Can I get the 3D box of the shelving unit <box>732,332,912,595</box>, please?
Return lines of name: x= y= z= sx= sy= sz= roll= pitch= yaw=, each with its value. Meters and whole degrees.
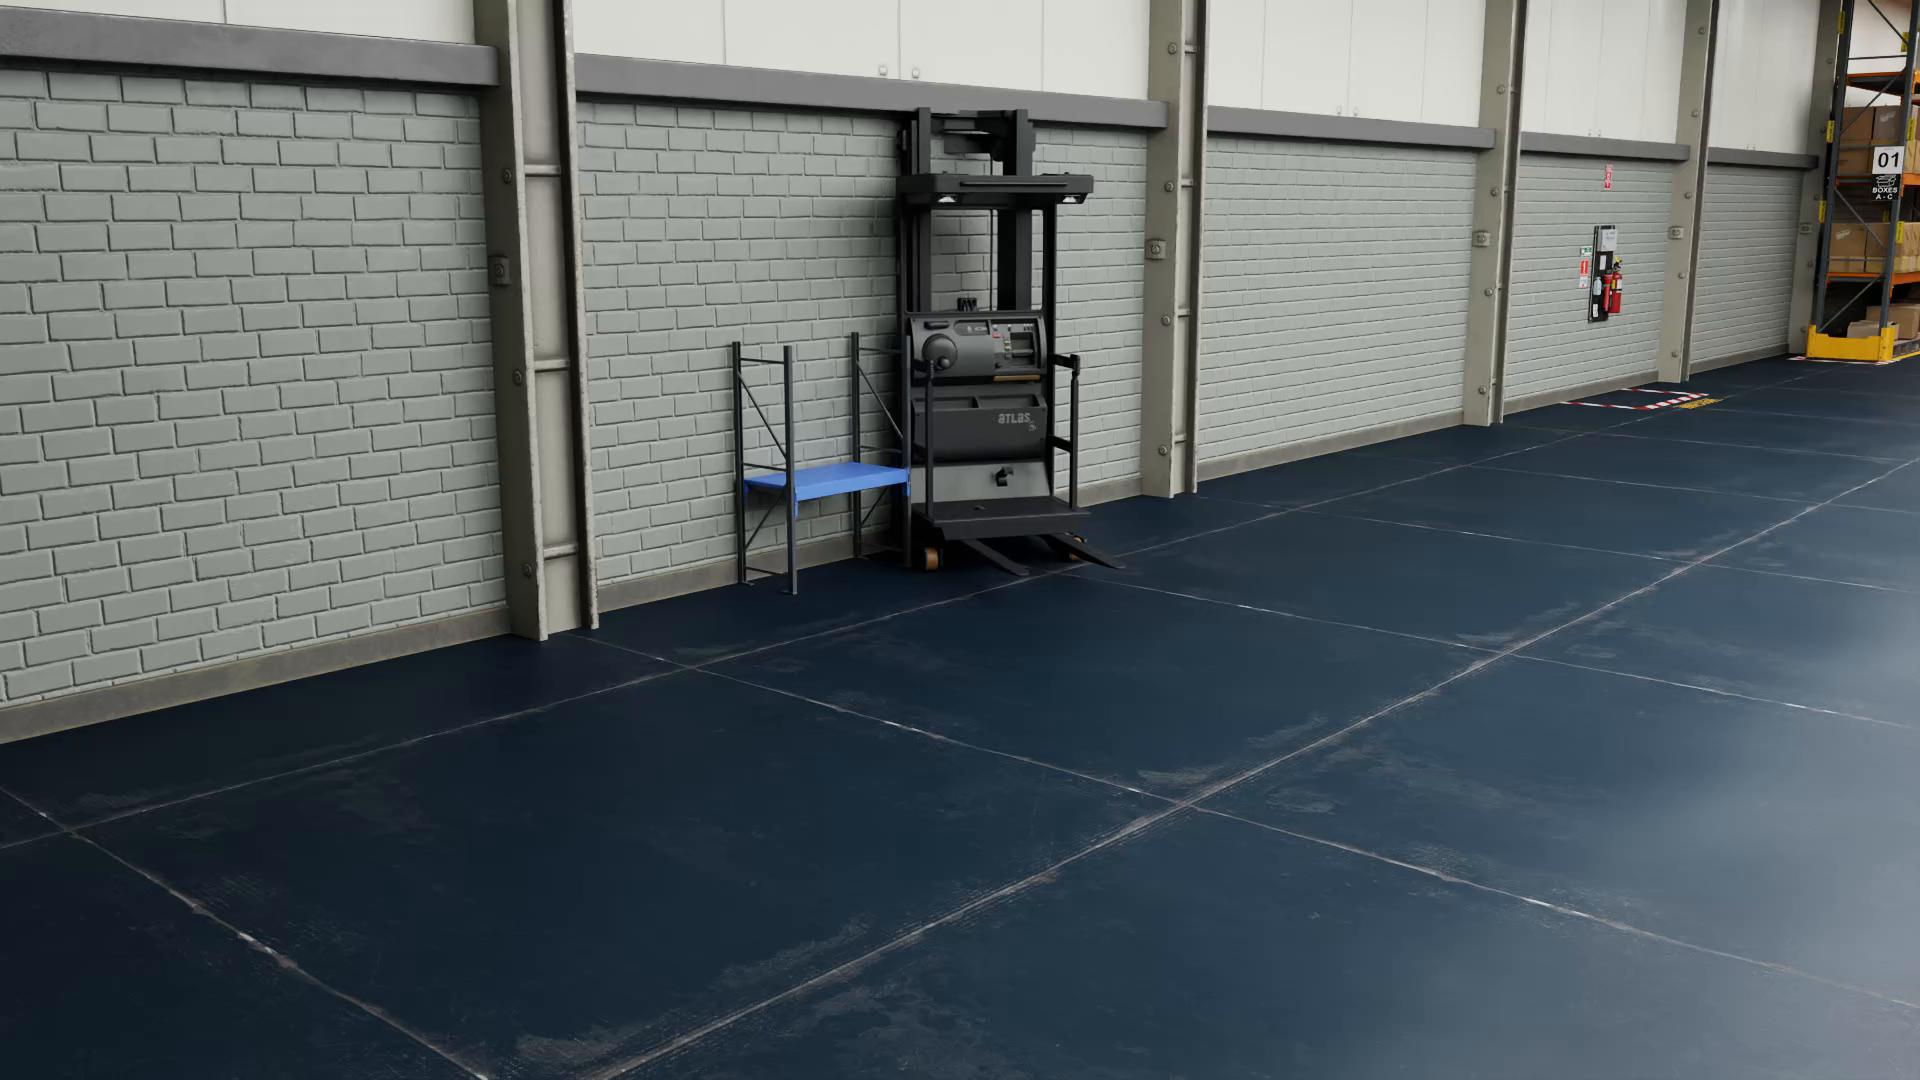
shelving unit: x=-0.848 y=-0.512 z=10.447 sx=0.538 sy=1.500 sz=1.048 roll=10 pitch=15 yaw=40

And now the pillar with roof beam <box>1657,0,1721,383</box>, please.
pillar with roof beam: x=12.861 y=-6.008 z=18.817 sx=9.100 sy=9.000 sz=0.400 roll=10 pitch=15 yaw=40

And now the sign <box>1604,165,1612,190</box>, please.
sign: x=7.887 y=-4.413 z=20.227 sx=0.001 sy=0.298 sz=0.199 roll=10 pitch=15 yaw=40

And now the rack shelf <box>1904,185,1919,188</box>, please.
rack shelf: x=17.736 y=-6.292 z=29.732 sx=1.077 sy=0.370 sz=4.000 roll=10 pitch=15 yaw=40

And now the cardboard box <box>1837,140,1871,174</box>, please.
cardboard box: x=13.861 y=-5.915 z=25.701 sx=0.500 sy=0.500 sz=0.500 roll=-11 pitch=16 yaw=-43

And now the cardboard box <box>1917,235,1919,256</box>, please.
cardboard box: x=14.996 y=-4.773 z=26.366 sx=0.500 sy=0.500 sz=0.500 roll=9 pitch=14 yaw=39

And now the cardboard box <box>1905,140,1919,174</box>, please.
cardboard box: x=14.565 y=-5.912 z=25.687 sx=0.500 sy=0.500 sz=0.500 roll=-11 pitch=16 yaw=-44

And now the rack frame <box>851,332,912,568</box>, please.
rack frame: x=-0.512 y=-0.587 z=10.821 sx=0.500 sy=1.500 sz=0.032 roll=10 pitch=15 yaw=40

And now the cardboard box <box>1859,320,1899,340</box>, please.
cardboard box: x=14.676 y=-3.362 z=26.627 sx=0.500 sy=0.311 sz=0.500 roll=-11 pitch=15 yaw=-43

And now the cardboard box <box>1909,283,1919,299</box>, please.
cardboard box: x=17.177 y=-4.413 z=29.490 sx=0.500 sy=0.250 sz=0.500 roll=9 pitch=15 yaw=39

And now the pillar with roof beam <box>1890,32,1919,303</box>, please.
pillar with roof beam: x=20.782 y=-7.774 z=27.657 sx=9.100 sy=9.000 sz=0.400 roll=10 pitch=15 yaw=40

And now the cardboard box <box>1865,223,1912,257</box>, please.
cardboard box: x=14.316 y=-4.626 z=25.632 sx=0.500 sy=0.500 sz=0.500 roll=10 pitch=15 yaw=40

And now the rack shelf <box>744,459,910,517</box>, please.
rack shelf: x=-0.848 y=-0.336 z=10.482 sx=0.538 sy=0.185 sz=1.000 roll=10 pitch=15 yaw=40

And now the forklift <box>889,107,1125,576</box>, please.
forklift: x=0.192 y=-1.320 z=10.836 sx=1.130 sy=2.935 sz=3.031 roll=-4 pitch=12 yaw=-17

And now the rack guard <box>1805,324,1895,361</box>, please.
rack guard: x=13.826 y=-3.076 z=25.837 sx=1.175 sy=0.500 sz=0.348 roll=10 pitch=15 yaw=40

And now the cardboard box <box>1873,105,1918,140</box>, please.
cardboard box: x=14.212 y=-6.336 z=25.259 sx=0.500 sy=0.500 sz=0.500 roll=8 pitch=14 yaw=36

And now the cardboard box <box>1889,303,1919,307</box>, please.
cardboard box: x=15.761 y=-3.711 z=27.894 sx=0.500 sy=0.500 sz=0.500 roll=8 pitch=14 yaw=36

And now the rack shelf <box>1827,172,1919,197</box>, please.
rack shelf: x=15.096 y=-5.703 z=26.786 sx=1.077 sy=0.370 sz=4.000 roll=10 pitch=15 yaw=40

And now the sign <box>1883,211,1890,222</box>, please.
sign: x=15.997 y=-5.518 z=28.725 sx=0.100 sy=0.325 sz=0.005 roll=10 pitch=15 yaw=40

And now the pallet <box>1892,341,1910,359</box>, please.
pallet: x=14.388 y=-3.050 z=26.440 sx=1.003 sy=0.211 sz=1.213 roll=10 pitch=15 yaw=40

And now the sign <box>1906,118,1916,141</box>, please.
sign: x=14.183 y=-6.120 z=24.805 sx=0.100 sy=0.325 sz=0.005 roll=10 pitch=15 yaw=40

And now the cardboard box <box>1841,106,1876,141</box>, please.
cardboard box: x=13.864 y=-6.408 z=25.619 sx=0.500 sy=0.500 sz=0.500 roll=11 pitch=15 yaw=43

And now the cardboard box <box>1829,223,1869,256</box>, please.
cardboard box: x=13.927 y=-4.692 z=25.960 sx=0.500 sy=0.500 sz=0.500 roll=10 pitch=15 yaw=40

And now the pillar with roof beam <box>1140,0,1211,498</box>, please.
pillar with roof beam: x=4.940 y=-4.243 z=9.978 sx=9.100 sy=9.000 sz=0.400 roll=10 pitch=15 yaw=40

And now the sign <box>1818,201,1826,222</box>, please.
sign: x=13.372 y=-5.088 z=25.765 sx=0.100 sy=0.325 sz=0.005 roll=10 pitch=15 yaw=40

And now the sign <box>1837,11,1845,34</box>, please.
sign: x=13.372 y=-7.843 z=25.215 sx=0.100 sy=0.325 sz=0.005 roll=10 pitch=15 yaw=40

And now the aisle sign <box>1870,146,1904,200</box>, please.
aisle sign: x=13.953 y=-5.516 z=25.034 sx=0.394 sy=0.787 sz=0.004 roll=10 pitch=15 yaw=40

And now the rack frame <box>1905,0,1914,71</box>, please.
rack frame: x=16.416 y=-7.821 z=27.895 sx=1.000 sy=3.000 sz=0.127 roll=10 pitch=15 yaw=40

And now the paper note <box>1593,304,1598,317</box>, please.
paper note: x=7.798 y=-2.815 z=20.396 sx=0.016 sy=0.148 sz=0.142 roll=10 pitch=15 yaw=40

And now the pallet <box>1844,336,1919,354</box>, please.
pallet: x=15.194 y=-3.228 z=27.335 sx=1.003 sy=0.211 sz=1.213 roll=10 pitch=15 yaw=40

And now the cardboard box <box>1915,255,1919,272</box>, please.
cardboard box: x=15.009 y=-4.410 z=26.466 sx=0.500 sy=0.250 sz=0.500 roll=9 pitch=15 yaw=39

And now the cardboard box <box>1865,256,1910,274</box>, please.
cardboard box: x=14.336 y=-4.258 z=25.702 sx=0.500 sy=0.250 sz=0.500 roll=9 pitch=15 yaw=39

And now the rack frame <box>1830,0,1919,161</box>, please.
rack frame: x=13.775 y=-7.233 z=24.948 sx=1.000 sy=3.000 sz=0.127 roll=10 pitch=15 yaw=40
